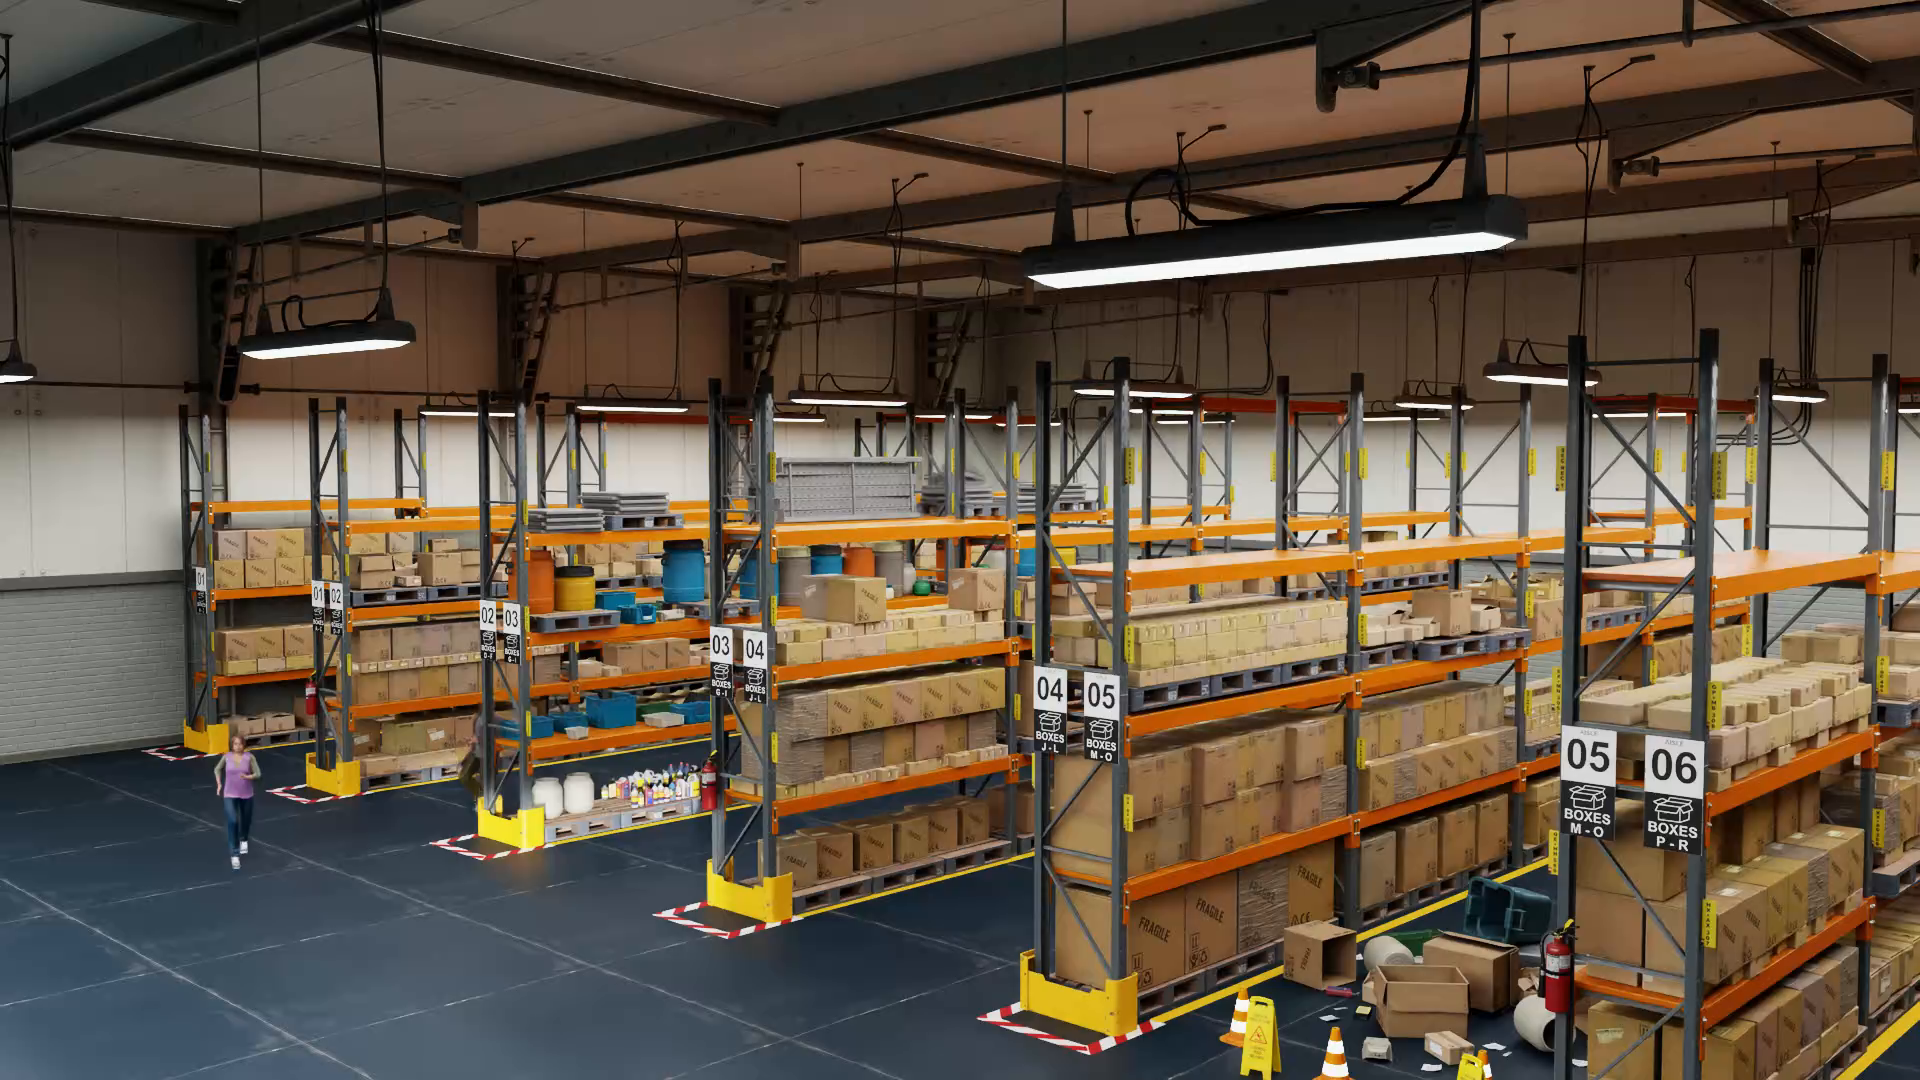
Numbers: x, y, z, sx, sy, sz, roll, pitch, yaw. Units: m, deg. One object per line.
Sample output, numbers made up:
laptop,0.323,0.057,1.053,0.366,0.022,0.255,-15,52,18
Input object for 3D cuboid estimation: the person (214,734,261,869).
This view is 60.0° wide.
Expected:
person,-9.067,3.244,20.896,0.522,1.618,0.822,-2,3,-27

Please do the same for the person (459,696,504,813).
person,-6.754,3.045,23.583,0.688,1.718,0.654,2,3,27
